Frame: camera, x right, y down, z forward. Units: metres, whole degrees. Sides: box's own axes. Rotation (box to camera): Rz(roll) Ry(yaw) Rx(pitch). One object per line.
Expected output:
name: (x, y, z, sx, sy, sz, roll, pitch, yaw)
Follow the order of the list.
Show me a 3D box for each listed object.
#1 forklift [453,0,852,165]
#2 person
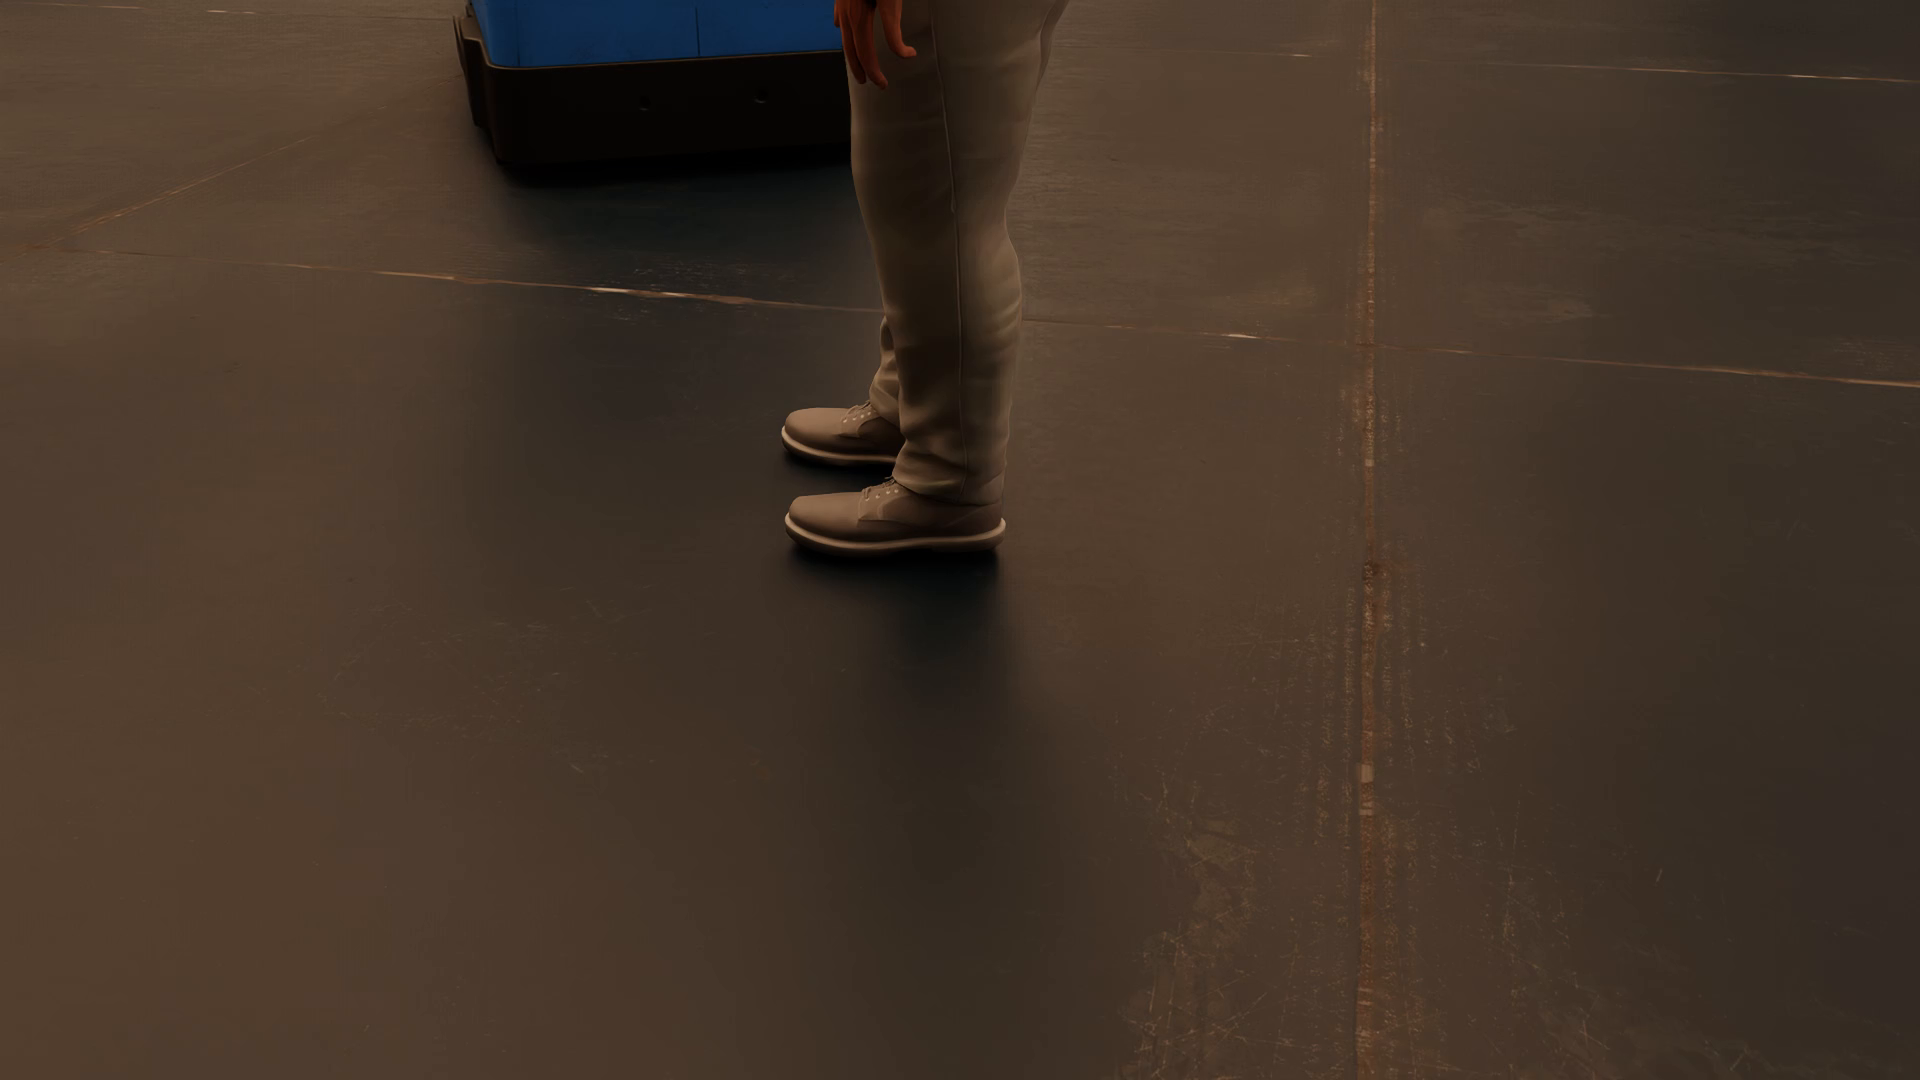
forklift: (-1.116, -2.909, 5.012, 1.130, 2.935, 3.031, -8, 28, -16)
person: (-0.073, -0.815, 2.121, 0.575, 1.781, 0.640, 6, 27, 11)
